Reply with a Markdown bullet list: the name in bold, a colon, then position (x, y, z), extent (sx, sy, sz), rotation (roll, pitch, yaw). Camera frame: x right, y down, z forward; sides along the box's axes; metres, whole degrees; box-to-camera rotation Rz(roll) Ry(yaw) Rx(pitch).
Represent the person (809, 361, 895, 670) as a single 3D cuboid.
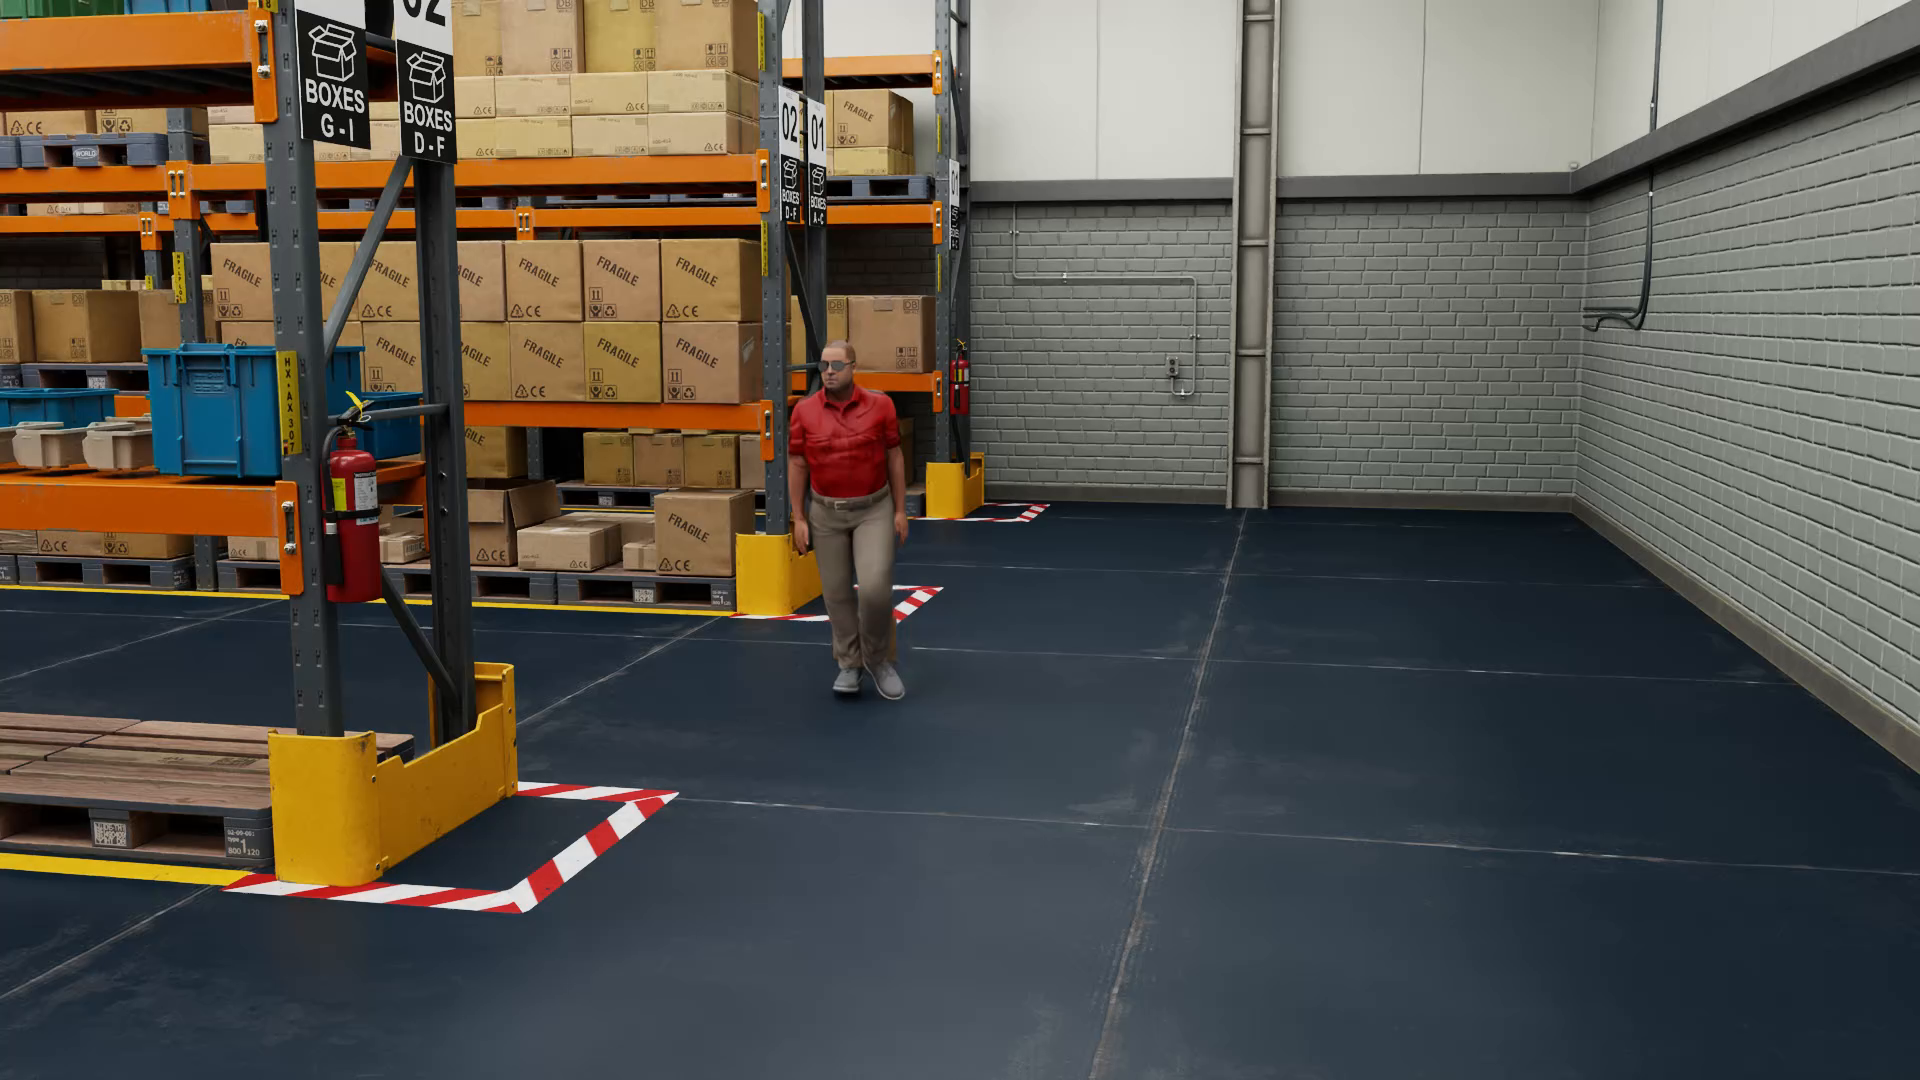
- **person**: position (-0.514, -0.093, 8.005), extent (0.425, 1.539, 0.483), rotation (1, 8, 5)
